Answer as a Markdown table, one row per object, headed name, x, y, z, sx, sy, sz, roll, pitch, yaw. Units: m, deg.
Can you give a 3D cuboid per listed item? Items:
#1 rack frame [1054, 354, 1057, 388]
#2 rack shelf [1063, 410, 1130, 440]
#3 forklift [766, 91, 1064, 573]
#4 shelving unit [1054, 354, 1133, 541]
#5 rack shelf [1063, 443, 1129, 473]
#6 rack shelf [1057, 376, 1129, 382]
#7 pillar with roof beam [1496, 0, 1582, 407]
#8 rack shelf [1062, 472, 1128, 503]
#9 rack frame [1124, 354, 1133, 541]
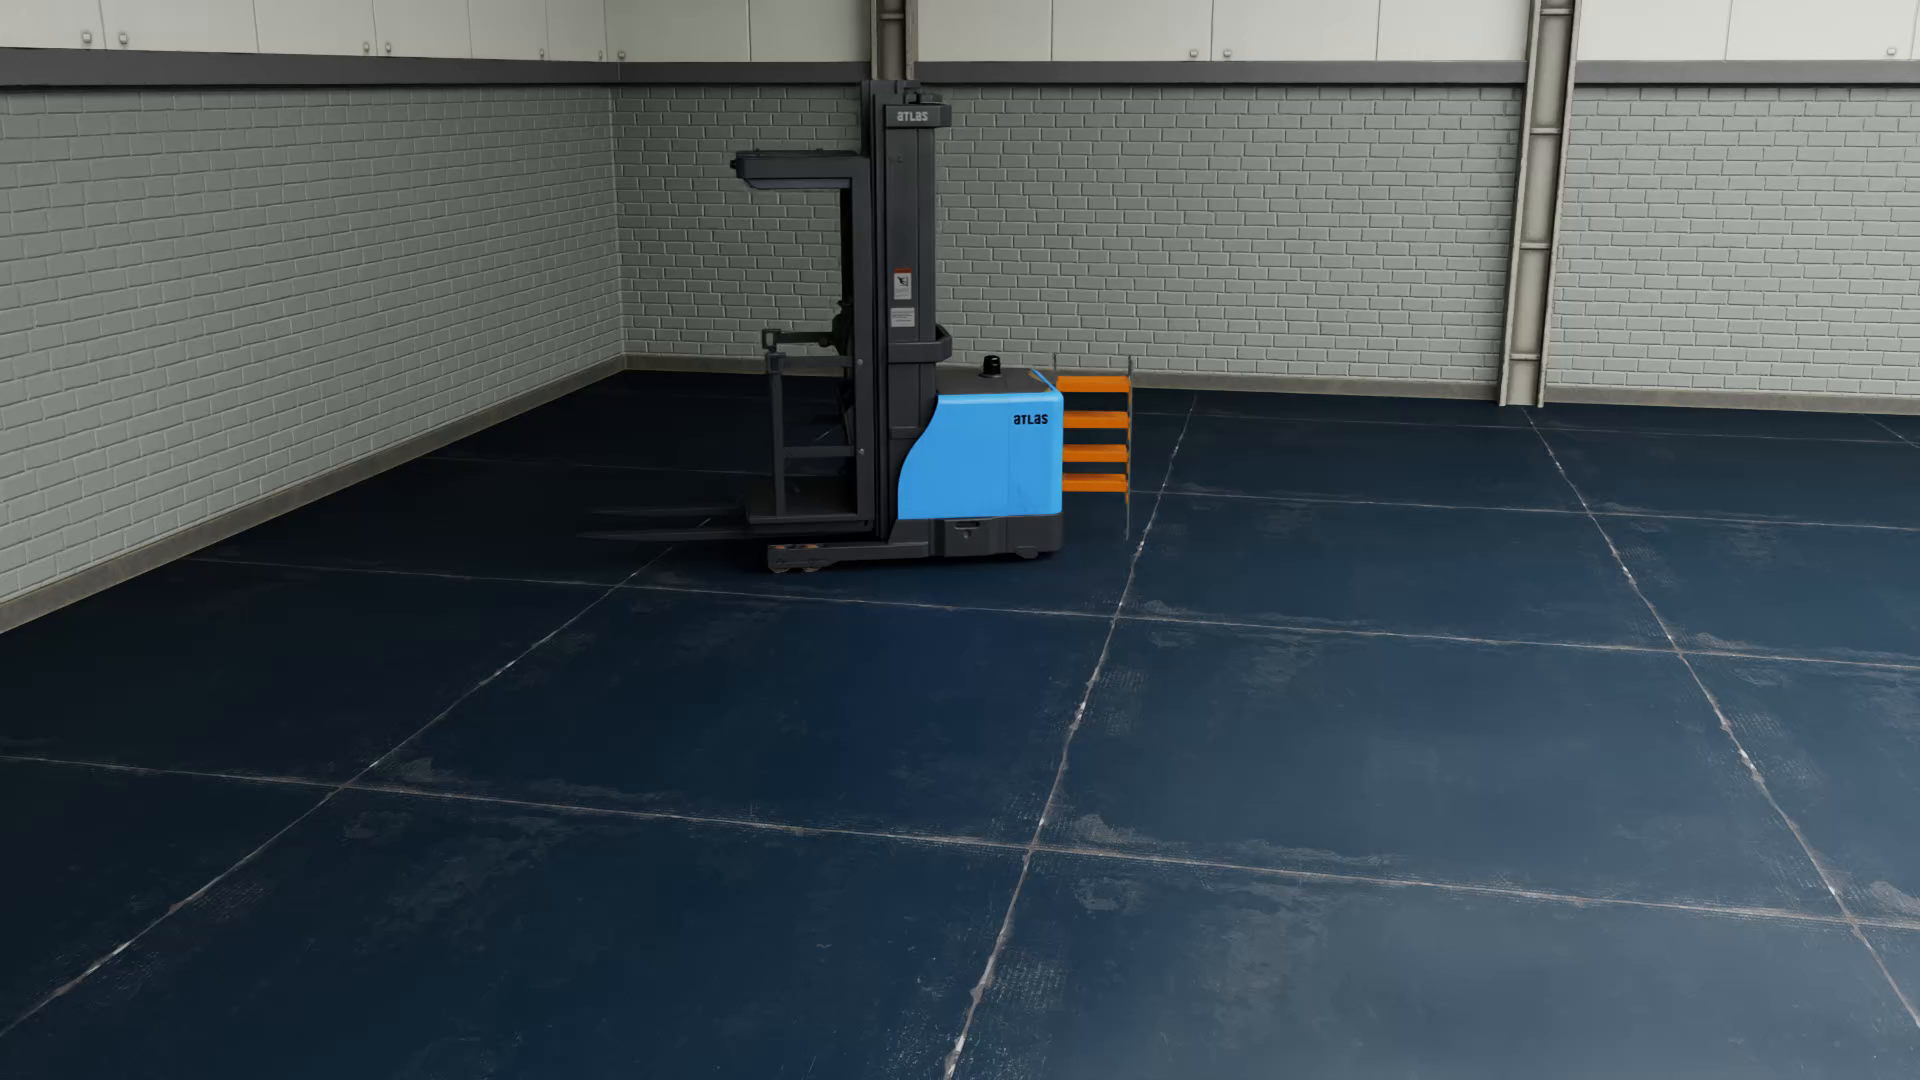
| name | x | y | z | sx | sy | sz | roll | pitch | yaw |
| --- | --- | --- | --- | --- | --- | --- | --- | --- | --- |
| rack frame | 0.620 | -0.609 | 10.945 | 0.015 | 1.200 | 0.240 | 1 | 15 | 2 |
| rack shelf | 0.864 | -0.758 | 10.895 | 0.480 | 0.148 | 0.258 | 1 | 15 | 2 |
| forklift | -0.361 | -1.347 | 10.485 | 1.939 | 2.867 | 1.129 | -2 | 16 | -7 |
| shelving unit | 14.018 | -0.165 | 7.939 | 26.997 | 1.949 | 5.397 | 1 | 15 | 2 |
| rack shelf | 14.024 | -0.386 | 7.878 | 26.985 | 1.490 | 5.397 | 1 | 15 | 2 |
| rack shelf | 0.864 | -1.024 | 10.821 | 0.457 | 0.050 | 0.221 | 1 | 15 | 2 |
| pillar with roof beam | 4.397 | -4.493 | 10.357 | 0.400 | 9.000 | 9.100 | 3 | 16 | 11 |
| rack shelf | 0.864 | -0.351 | 11.008 | 0.480 | 0.148 | 0.258 | 1 | 15 | 2 |
| rack frame | 1.108 | -0.605 | 10.929 | 0.015 | 1.200 | 0.240 | 1 | 15 | 2 |
